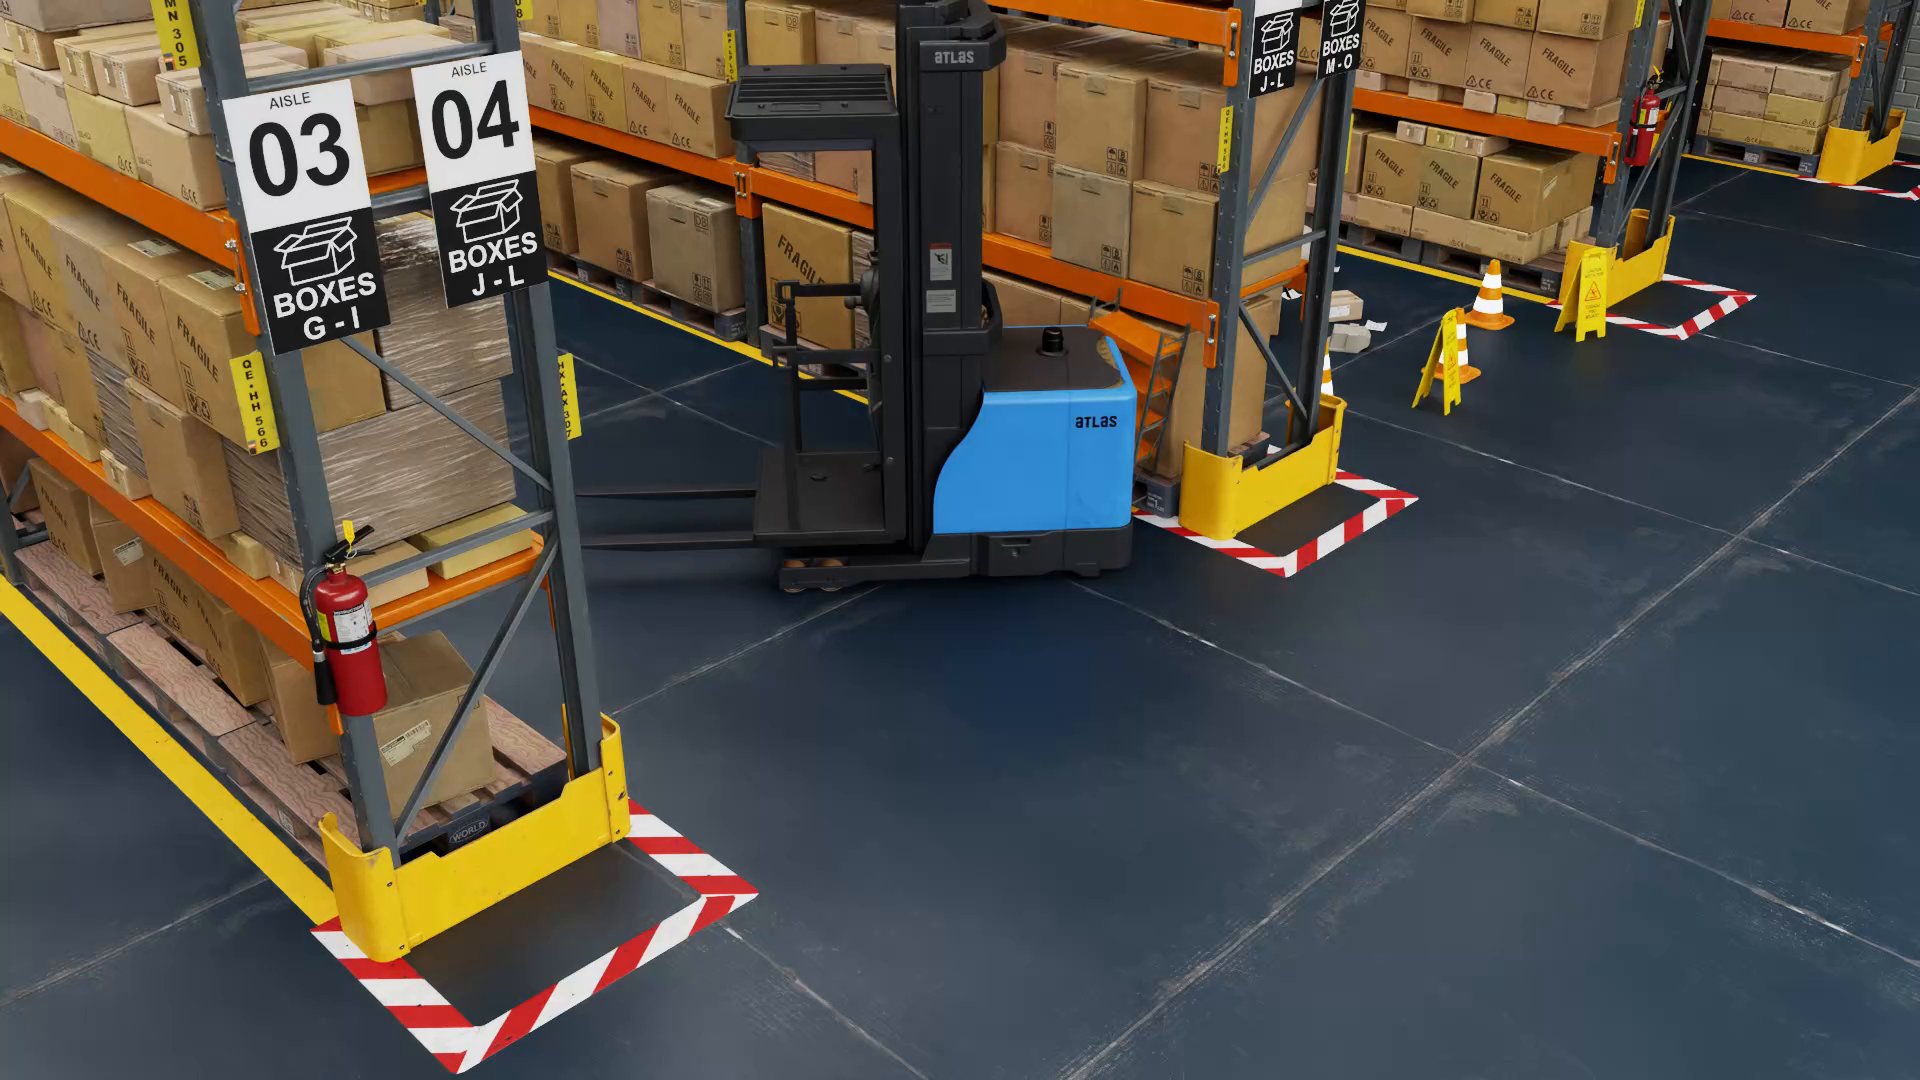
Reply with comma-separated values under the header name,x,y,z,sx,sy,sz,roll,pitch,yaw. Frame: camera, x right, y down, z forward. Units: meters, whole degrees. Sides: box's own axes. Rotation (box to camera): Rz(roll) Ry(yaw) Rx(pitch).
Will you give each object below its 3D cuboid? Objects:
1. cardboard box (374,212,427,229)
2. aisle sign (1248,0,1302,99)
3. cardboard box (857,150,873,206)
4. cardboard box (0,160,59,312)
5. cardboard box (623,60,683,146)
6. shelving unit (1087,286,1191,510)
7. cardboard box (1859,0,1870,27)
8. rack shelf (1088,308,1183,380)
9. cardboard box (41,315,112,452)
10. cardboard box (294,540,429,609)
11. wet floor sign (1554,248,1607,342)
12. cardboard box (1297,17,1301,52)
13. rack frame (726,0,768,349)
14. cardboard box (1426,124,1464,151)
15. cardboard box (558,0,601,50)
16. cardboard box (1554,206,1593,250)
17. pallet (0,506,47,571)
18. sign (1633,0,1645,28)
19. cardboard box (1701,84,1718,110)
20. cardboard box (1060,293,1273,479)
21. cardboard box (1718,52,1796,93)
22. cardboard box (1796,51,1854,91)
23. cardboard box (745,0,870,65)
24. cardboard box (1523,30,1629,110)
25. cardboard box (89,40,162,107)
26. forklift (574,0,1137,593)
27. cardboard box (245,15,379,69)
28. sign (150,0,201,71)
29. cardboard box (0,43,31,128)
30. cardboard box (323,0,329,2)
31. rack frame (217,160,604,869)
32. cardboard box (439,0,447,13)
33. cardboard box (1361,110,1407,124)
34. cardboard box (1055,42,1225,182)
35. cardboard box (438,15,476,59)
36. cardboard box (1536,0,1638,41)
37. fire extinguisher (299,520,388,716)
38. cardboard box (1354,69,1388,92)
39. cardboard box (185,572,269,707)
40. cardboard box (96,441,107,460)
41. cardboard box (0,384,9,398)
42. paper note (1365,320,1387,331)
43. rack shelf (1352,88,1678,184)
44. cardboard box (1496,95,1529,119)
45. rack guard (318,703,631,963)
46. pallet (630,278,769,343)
name,x,y,z,sx,sy,sz,roll,pitch,yaw
cardboard box,-2.379,-1.009,6.444,0.500,0.500,0.500,25,36,38
aisle sign,1.564,-2.596,8.171,0.004,0.787,0.394,25,36,38
cardboard box,-0.147,-2.436,10.499,0.550,0.550,0.875,25,36,38
cardboard box,-3.822,-1.321,7.039,0.500,0.500,0.500,25,36,38
cardboard box,-2.048,-3.164,11.937,0.500,0.500,0.500,24,36,38
shelving unit,0.902,-0.757,9.318,0.258,1.200,0.503,-25,47,-39
cardboard box,8.441,-5.190,15.791,0.500,0.500,0.500,-24,36,-38
rack shelf,0.954,-1.076,9.094,0.258,0.148,0.480,-25,47,-39
cardboard box,-3.314,-0.787,7.097,0.500,0.500,0.875,25,36,38
cardboard box,-2.174,0.132,6.047,0.250,0.149,0.380,25,36,38
wet floor sign,4.507,-1.785,11.951,0.267,0.644,0.232,-13,30,-22
cardboard box,2.762,-4.333,13.840,0.500,0.500,0.500,24,36,38
rack frame,-1.129,-2.873,11.491,0.127,3.000,1.000,25,36,38
cardboard box,3.882,-3.187,13.089,0.380,0.149,0.250,-25,36,-38
cardboard box,-2.574,-4.018,12.486,0.500,0.500,0.700,24,36,38
cardboard box,4.741,-2.568,13.413,0.500,0.250,0.500,24,36,38
pallet,-5.234,-0.280,9.555,1.213,0.211,1.003,25,36,38
sign,4.719,-3.719,11.515,0.005,0.325,0.100,25,36,38
cardboard box,7.300,-4.466,16.487,0.500,0.250,0.500,24,36,37
cardboard box,1.194,-1.013,9.785,0.875,0.875,0.875,25,37,39
cardboard box,7.684,-4.515,16.043,0.500,0.250,0.500,-25,36,-38
cardboard box,8.389,-4.523,16.058,0.500,0.250,0.500,24,36,38
cardboard box,-0.890,-3.286,10.954,0.550,0.550,0.875,25,36,38
cardboard box,4.542,-3.505,12.266,0.500,0.500,0.500,24,36,38
cardboard box,-2.618,-1.557,5.497,0.250,0.149,0.380,23,35,36
forklift,-0.627,-1.276,8.528,3.031,2.935,1.130,-2,28,-4
cardboard box,-2.244,-1.718,5.803,0.250,0.149,0.380,24,36,38
sign,-2.229,-1.497,4.699,0.005,0.325,0.100,25,36,38
cardboard box,-3.428,-1.784,6.357,0.500,0.250,0.500,24,36,38
cardboard box,-5.387,-4.730,14.522,0.250,0.149,0.380,24,36,38
rack frame,-1.826,0.045,5.941,0.127,3.000,1.000,25,36,38
cardboard box,-4.380,-4.697,14.459,0.380,0.149,0.250,-23,36,-37
cardboard box,3.608,-3.414,14.218,0.500,0.500,0.500,-23,35,-37
cardboard box,1.029,-2.395,9.261,0.550,0.550,0.875,25,36,38
cardboard box,-3.850,-3.987,13.501,0.500,0.500,0.500,-25,37,-39
cardboard box,4.605,-3.956,12.050,0.500,0.500,0.700,24,36,37
fire extinguisher,-2.067,0.269,5.598,0.183,0.674,0.296,25,36,38
cardboard box,3.374,-3.735,13.400,0.250,0.149,0.380,24,36,38
cardboard box,-3.143,0.362,7.573,0.500,0.500,0.500,-21,34,-35
cardboard box,-3.447,-0.428,7.110,0.250,0.149,0.380,25,36,38
cardboard box,-4.369,-0.821,7.858,0.250,0.149,0.380,25,36,38
paper note,3.052,-1.578,12.217,0.142,0.019,0.148,12,30,22
rack shelf,3.696,-3.578,13.605,4.000,0.370,1.077,25,36,38
cardboard box,4.279,-3.320,12.611,0.250,0.149,0.380,24,36,38
rack guard,-1.880,1.127,6.570,0.348,0.500,1.175,25,36,38
pallet,-1.732,-1.866,12.572,1.213,0.211,1.003,25,36,38
